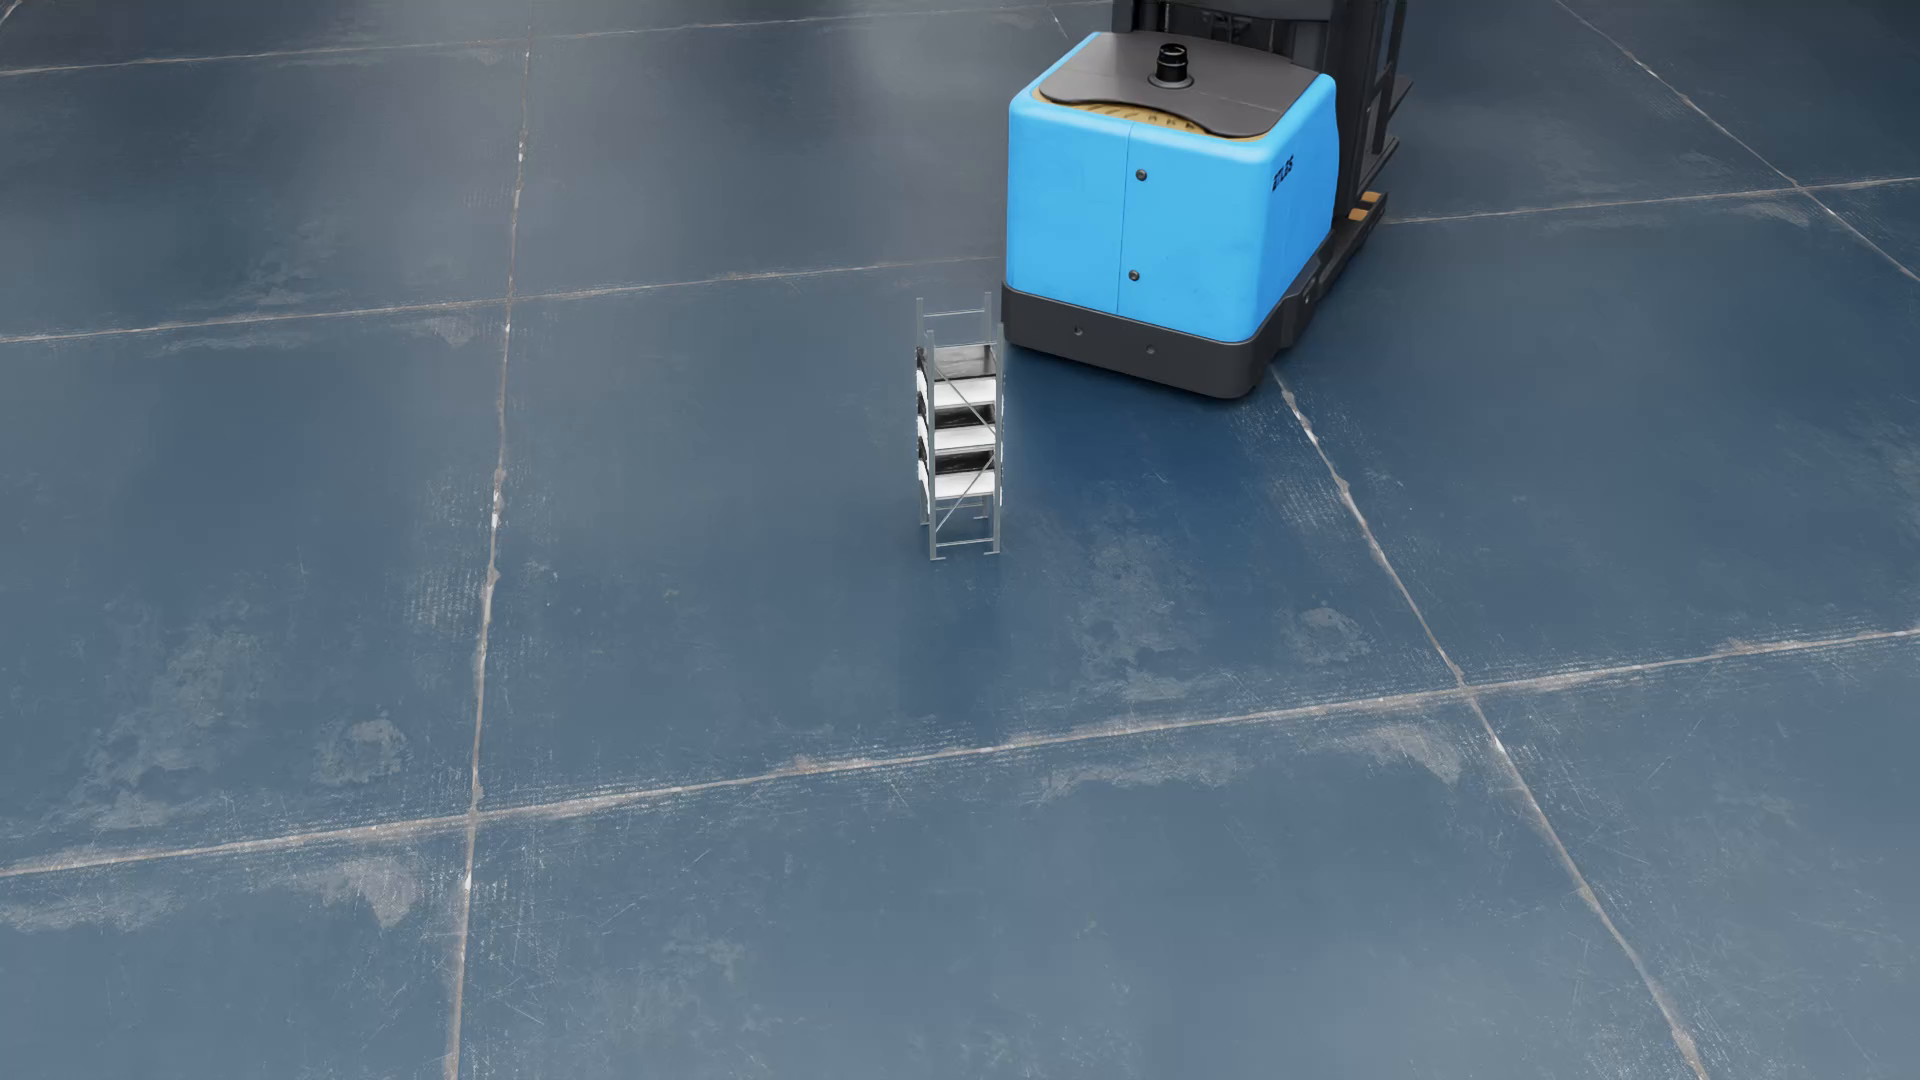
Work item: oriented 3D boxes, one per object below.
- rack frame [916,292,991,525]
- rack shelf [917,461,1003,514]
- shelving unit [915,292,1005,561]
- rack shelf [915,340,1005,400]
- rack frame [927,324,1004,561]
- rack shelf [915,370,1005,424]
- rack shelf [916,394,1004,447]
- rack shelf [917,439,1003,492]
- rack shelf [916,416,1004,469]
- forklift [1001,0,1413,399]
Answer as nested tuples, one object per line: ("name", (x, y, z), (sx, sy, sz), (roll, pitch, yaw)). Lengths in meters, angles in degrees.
("rack frame", (-0.019, -0.422, 5.559), (0.240, 0.900, 0.006), (-6, 38, -8))
("rack shelf", (-0.001, -0.192, 5.611), (0.258, 0.077, 0.200), (-6, 38, -8))
("shelving unit", (-0.001, -0.360, 5.480), (0.258, 0.900, 0.210), (-6, 38, -8))
("rack shelf", (-0.001, -0.547, 5.335), (0.258, 0.077, 0.200), (-6, 38, -8))
("rack frame", (0.016, -0.299, 5.401), (0.240, 0.900, 0.006), (-6, 38, -8))
("rack shelf", (-0.001, -0.476, 5.390), (0.258, 0.077, 0.200), (-6, 38, -8))
("rack shelf", (-0.001, -0.405, 5.445), (0.258, 0.077, 0.200), (-6, 38, -8))
("rack shelf", (-0.001, -0.263, 5.556), (0.258, 0.077, 0.200), (-6, 38, -8))
("rack shelf", (-0.001, -0.334, 5.501), (0.258, 0.077, 0.200), (-6, 38, -8))
("forklift", (1.290, -2.587, 6.691), (1.130, 2.935, 3.031), (18, 41, 21))
